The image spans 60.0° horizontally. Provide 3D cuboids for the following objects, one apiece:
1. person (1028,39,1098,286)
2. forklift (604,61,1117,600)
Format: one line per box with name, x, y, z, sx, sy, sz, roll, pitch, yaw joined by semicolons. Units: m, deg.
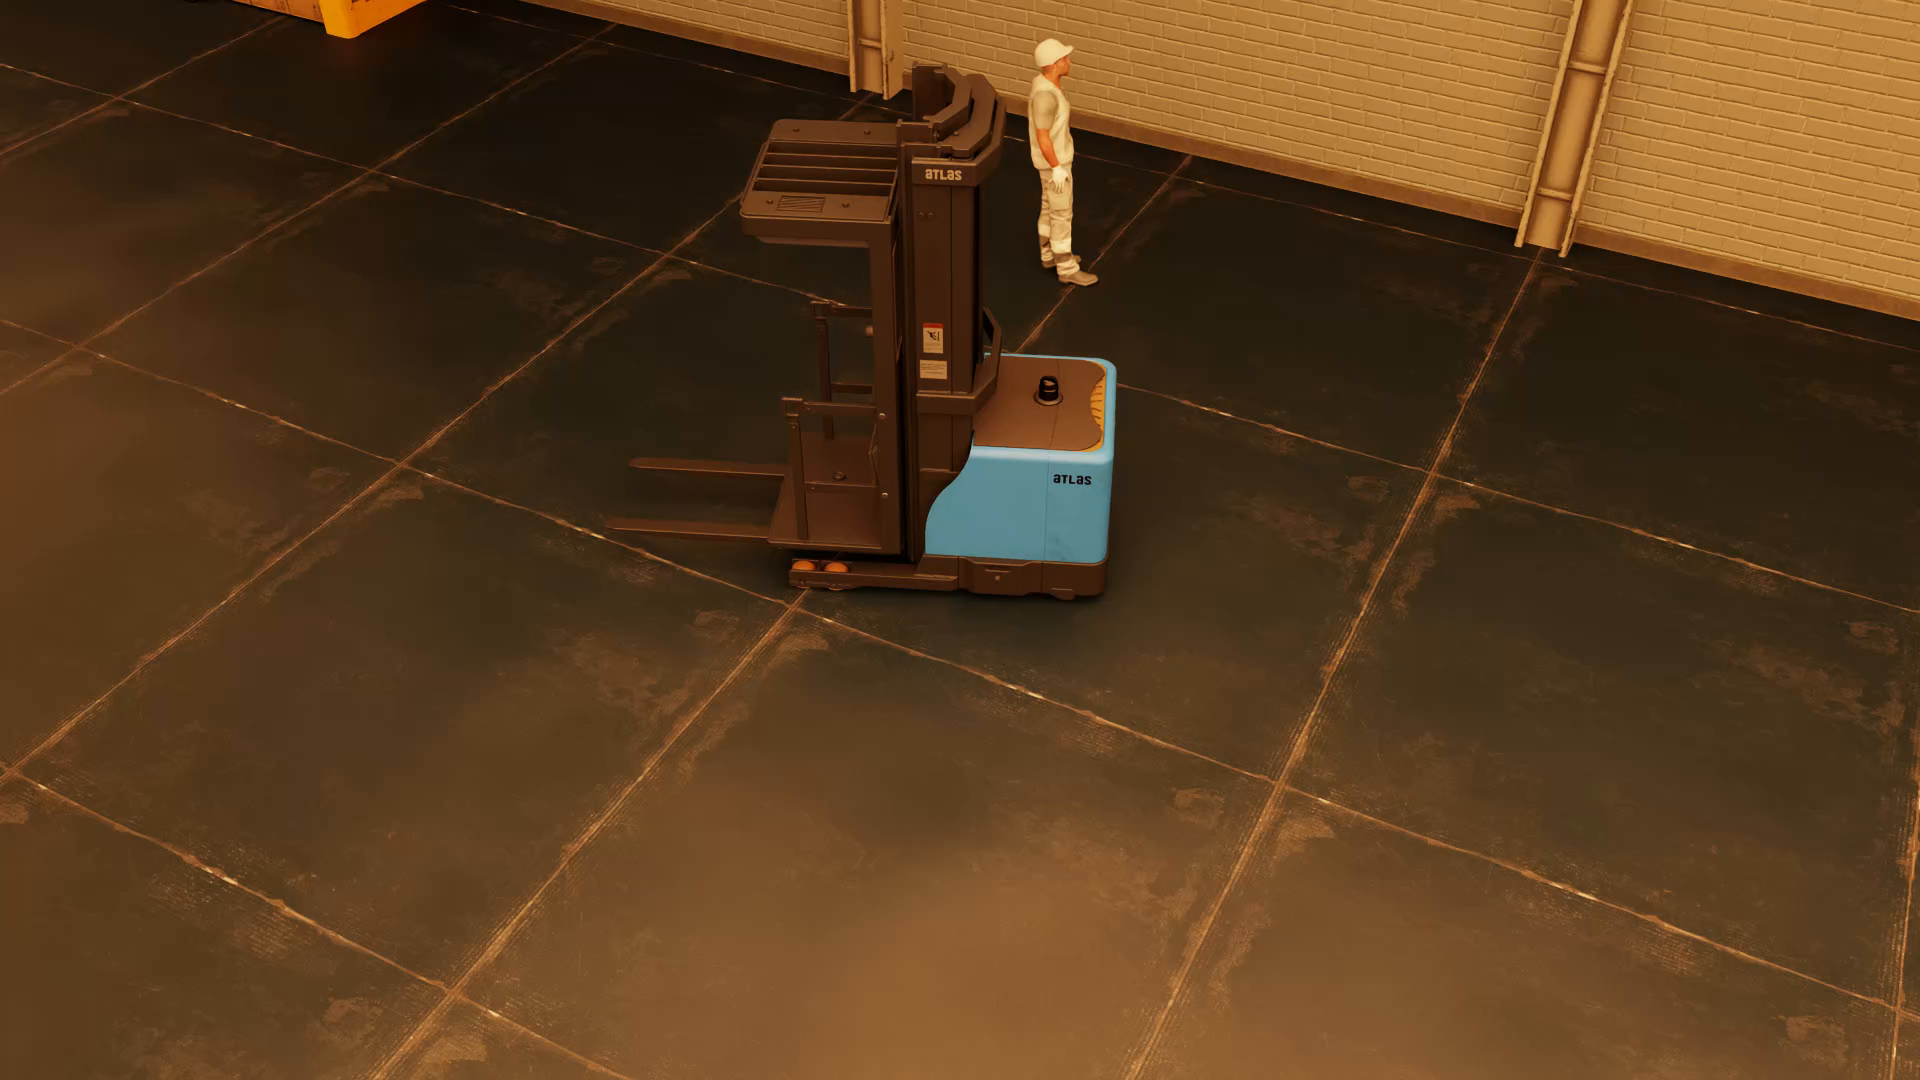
person;0.769;-2.780;12.164;0.565;1.789;0.643;2;40;2
forklift;-0.606;-1.157;9.360;3.031;2.935;1.130;3;40;4
